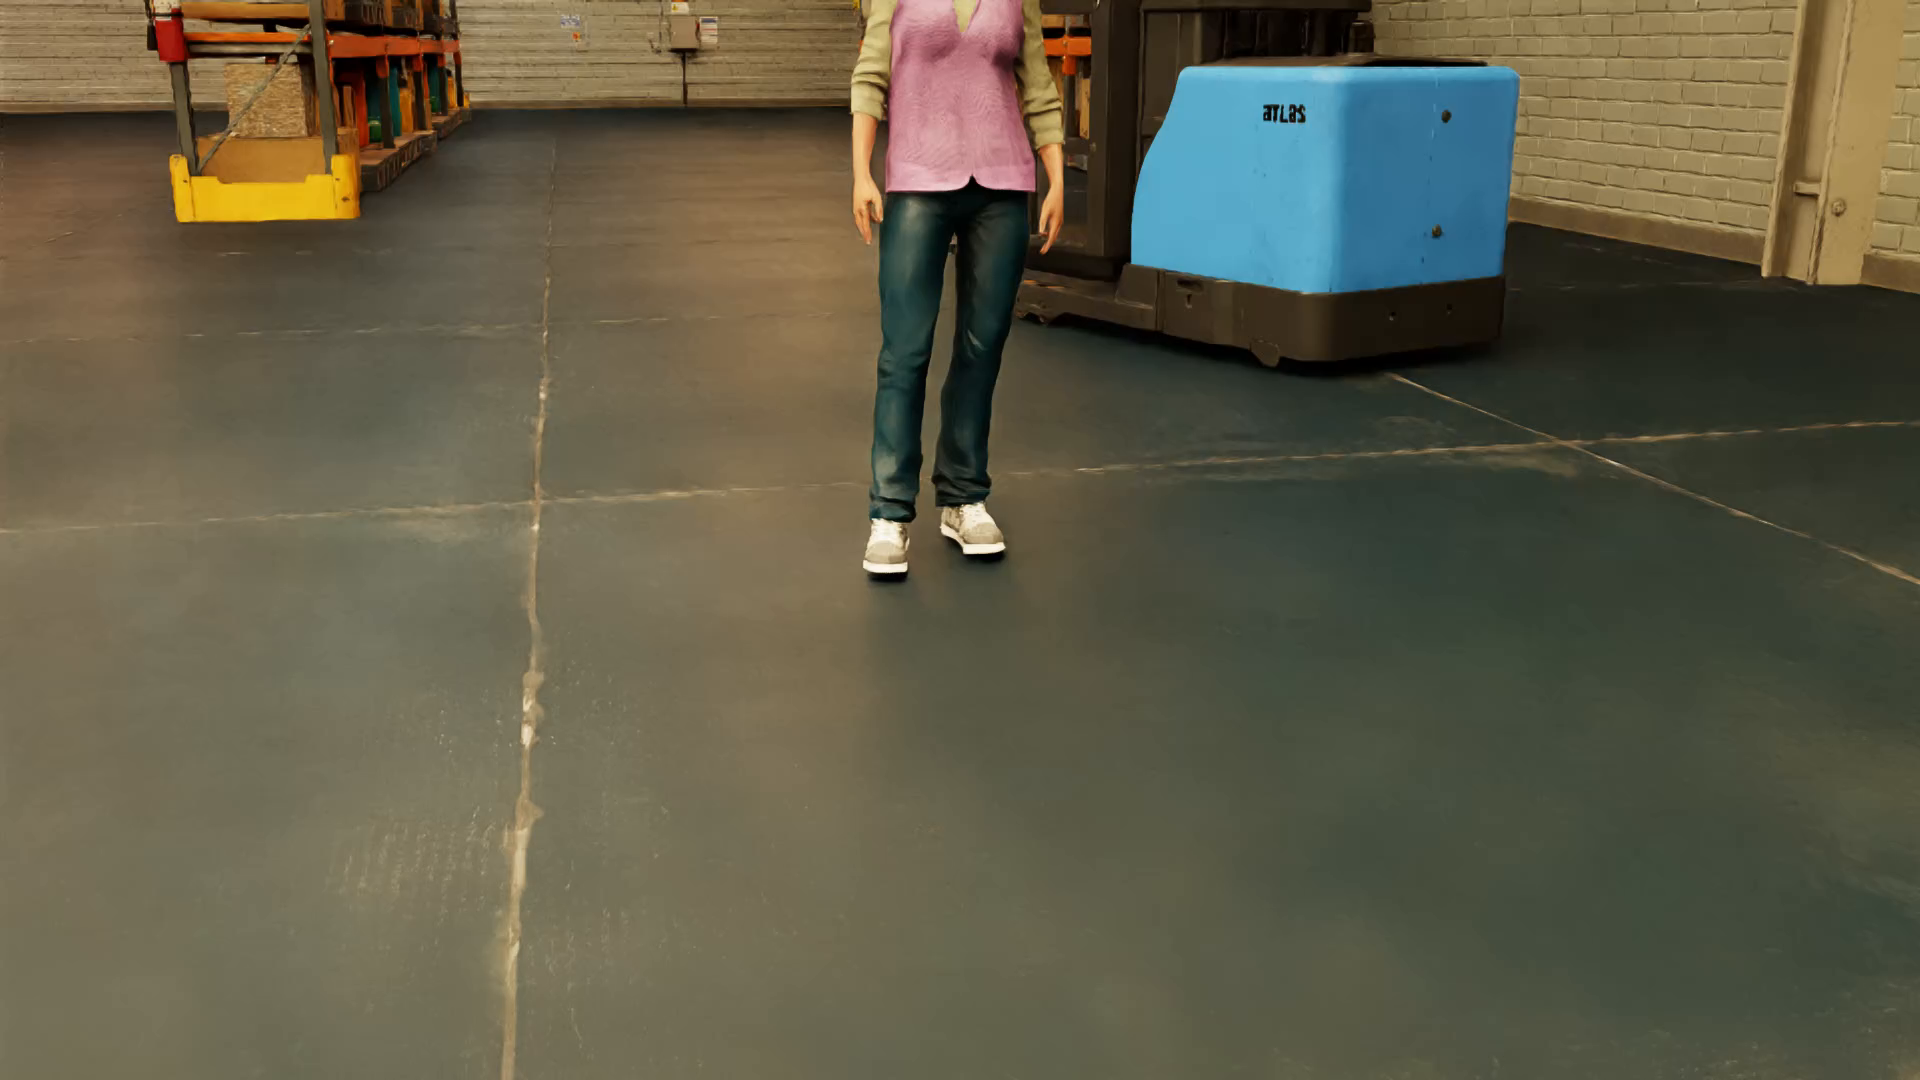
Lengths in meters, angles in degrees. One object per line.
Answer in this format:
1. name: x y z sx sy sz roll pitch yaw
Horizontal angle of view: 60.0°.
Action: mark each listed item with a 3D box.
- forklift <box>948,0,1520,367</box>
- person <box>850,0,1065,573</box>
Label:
1. forklift: 0.862 -2.399 6.947 1.130 2.935 3.031 -10 19 -31
2. person: 0.003 -0.741 3.717 0.520 1.576 0.474 -4 17 -12
